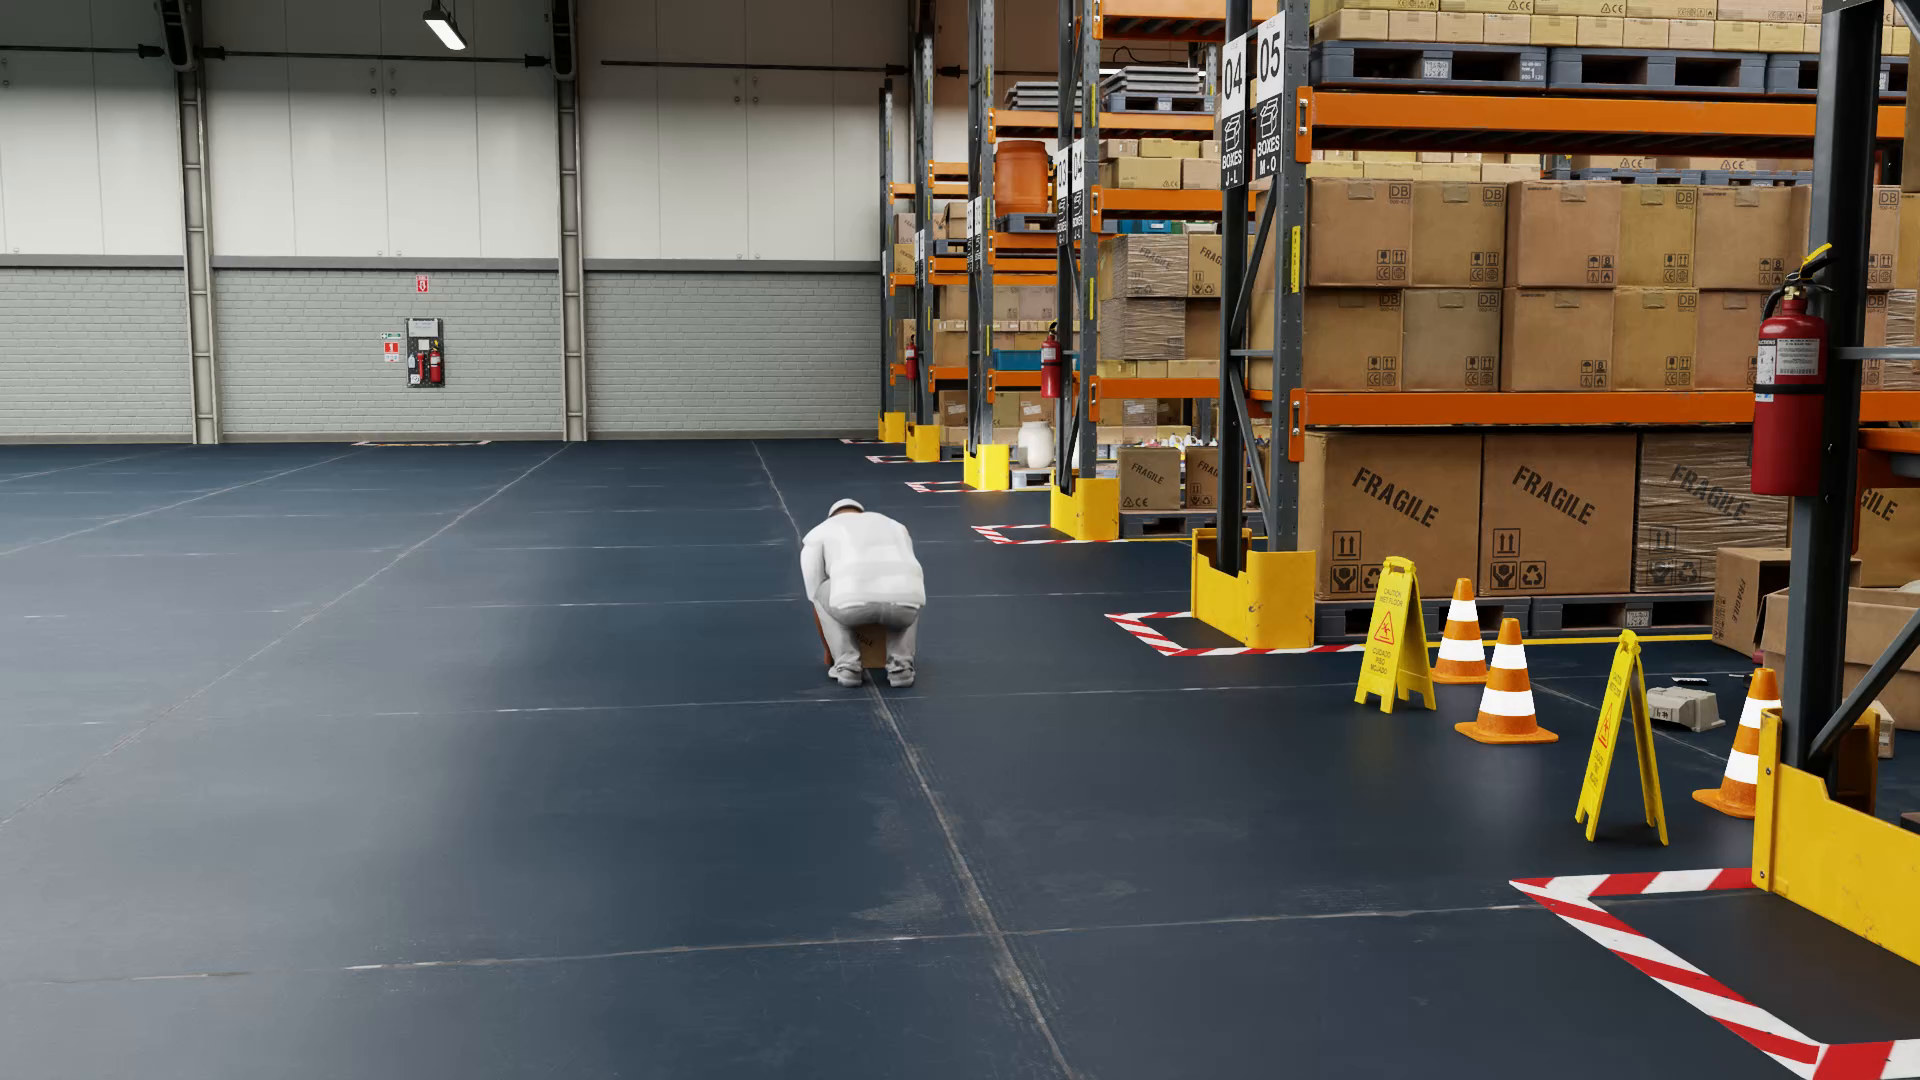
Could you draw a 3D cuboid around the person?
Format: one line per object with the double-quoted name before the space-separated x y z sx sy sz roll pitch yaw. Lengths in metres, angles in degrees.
"person" -0.460 0.284 7.772 0.546 0.898 0.928 -1 7 -9
